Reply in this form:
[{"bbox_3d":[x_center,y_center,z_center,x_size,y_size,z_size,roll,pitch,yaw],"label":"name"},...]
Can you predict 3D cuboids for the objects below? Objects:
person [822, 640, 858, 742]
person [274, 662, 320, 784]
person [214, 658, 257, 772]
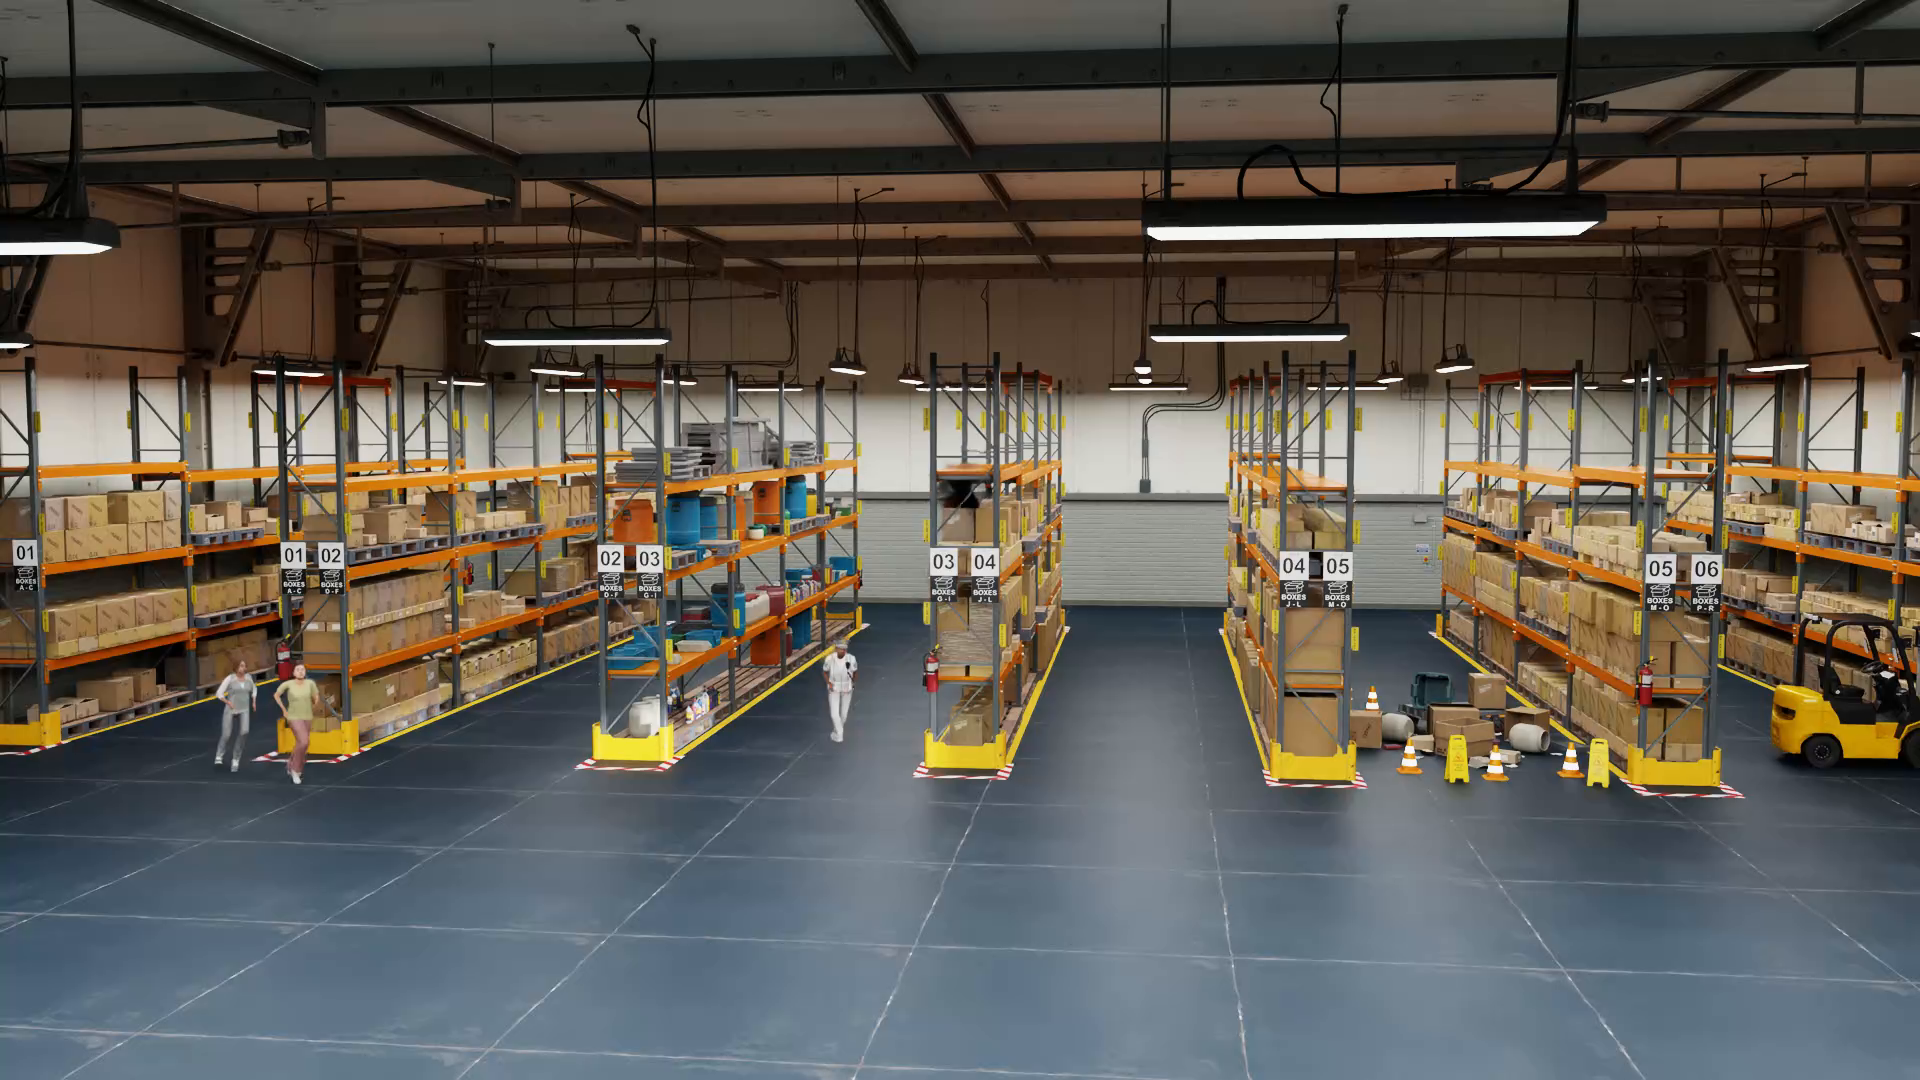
[{"bbox_3d":[-1.799,2.248,24.900,0.546,1.612,0.810,-1,4,-9],"label":"person"},{"bbox_3d":[-9.202,2.541,23.224,0.673,1.699,0.549,4,5,42],"label":"person"},{"bbox_3d":[-10.478,2.516,24.121,0.608,1.600,0.627,-3,5,-37],"label":"person"}]
